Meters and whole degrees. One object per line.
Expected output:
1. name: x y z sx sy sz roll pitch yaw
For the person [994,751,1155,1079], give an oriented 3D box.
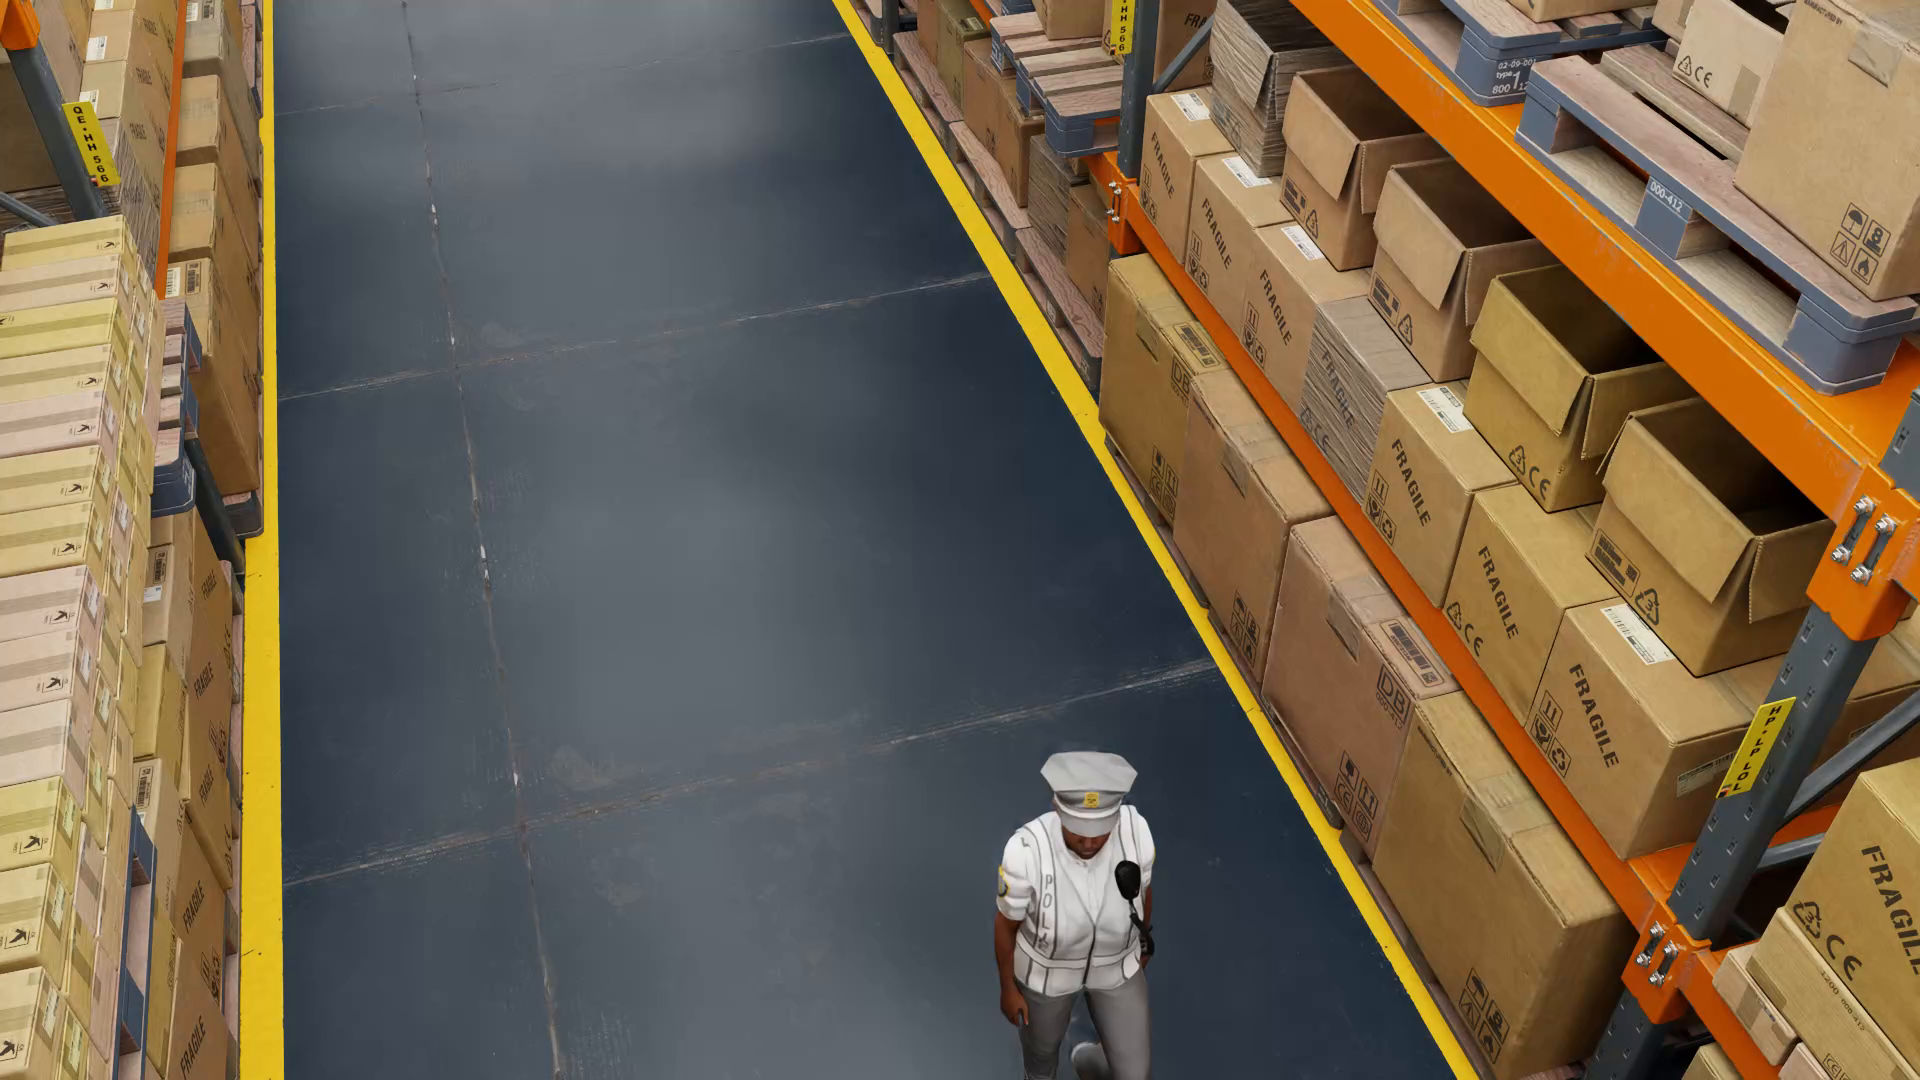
1. person: 0.340 1.244 4.770 0.486 1.715 0.469 -6 43 -6
